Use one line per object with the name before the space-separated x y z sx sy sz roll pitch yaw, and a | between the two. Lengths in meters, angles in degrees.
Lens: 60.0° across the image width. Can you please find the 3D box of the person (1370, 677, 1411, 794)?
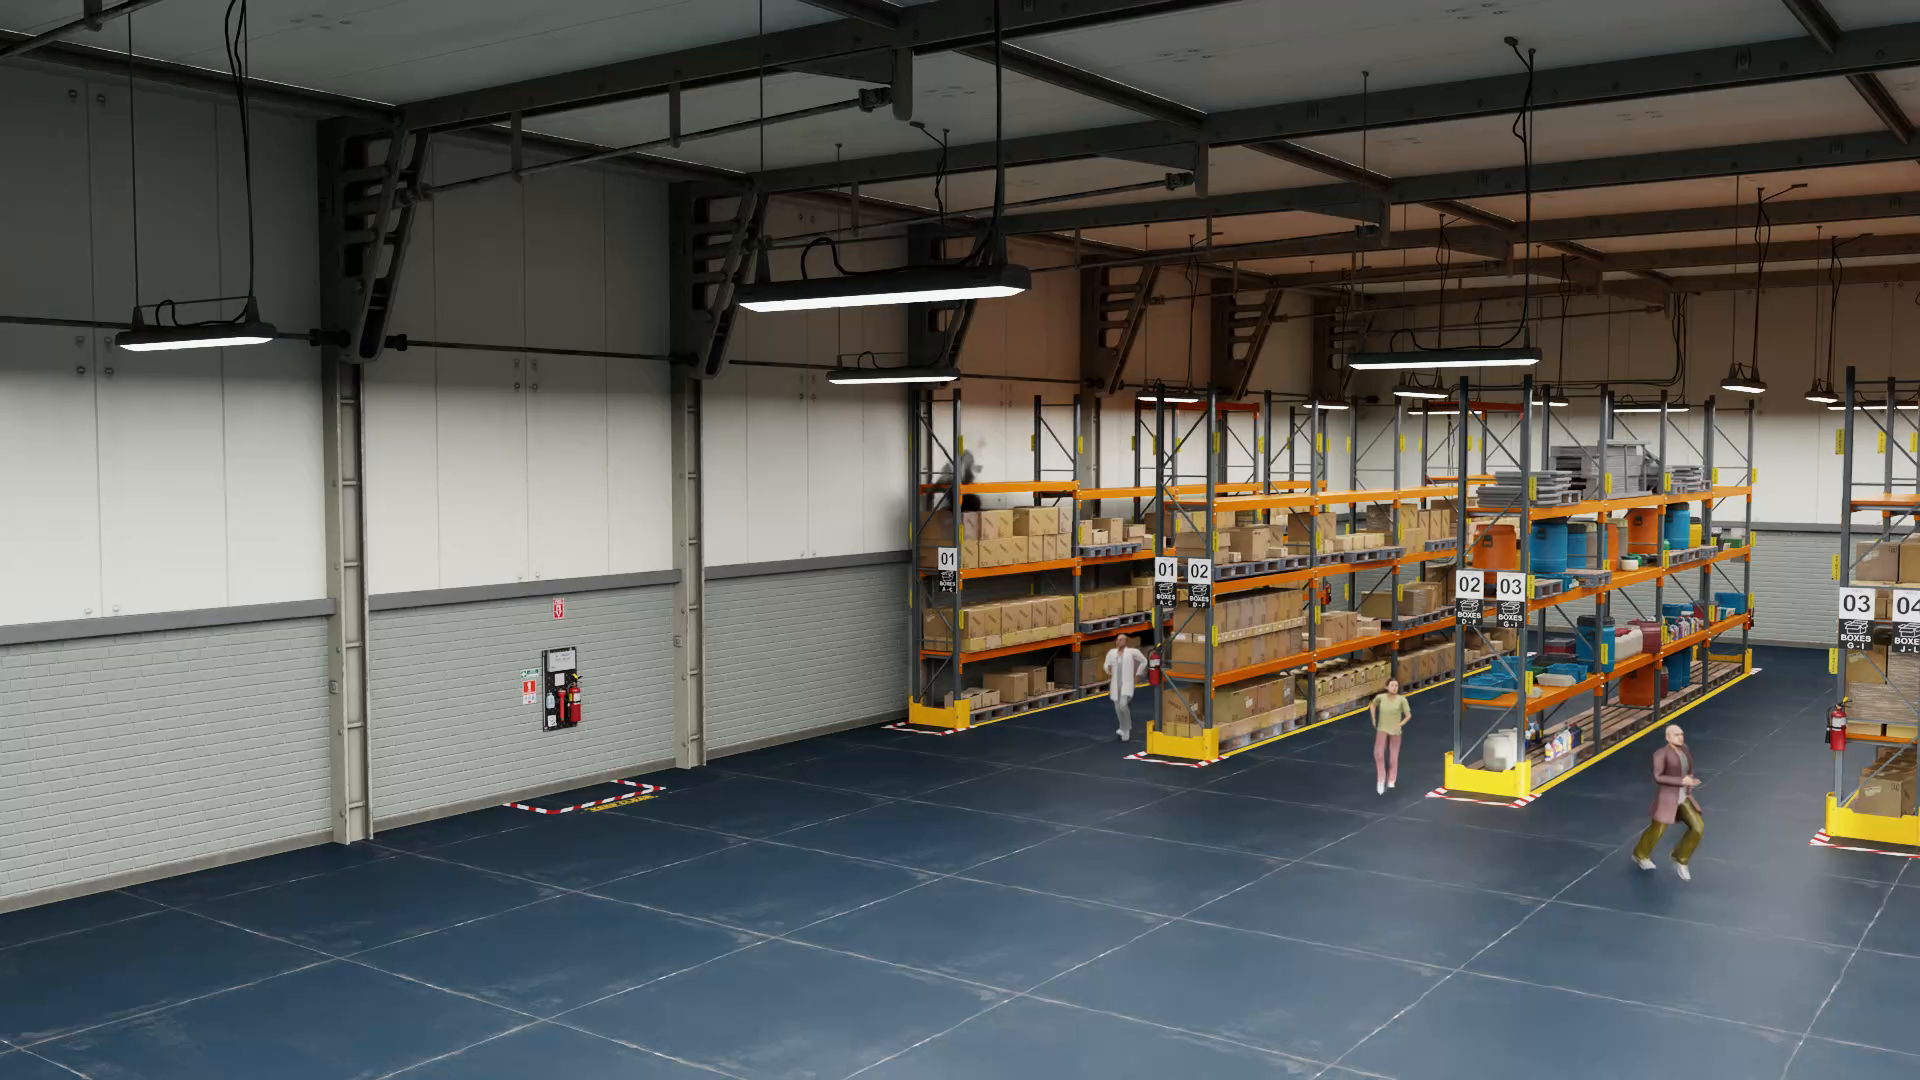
person | 6.205 2.808 24.008 0.589 1.674 0.668 1 3 19

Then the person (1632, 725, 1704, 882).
person | 8.244 3.019 19.227 0.733 1.798 0.958 -1 3 -19

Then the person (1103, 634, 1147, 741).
person | 2.770 2.512 28.299 0.695 1.830 0.804 2 4 32
